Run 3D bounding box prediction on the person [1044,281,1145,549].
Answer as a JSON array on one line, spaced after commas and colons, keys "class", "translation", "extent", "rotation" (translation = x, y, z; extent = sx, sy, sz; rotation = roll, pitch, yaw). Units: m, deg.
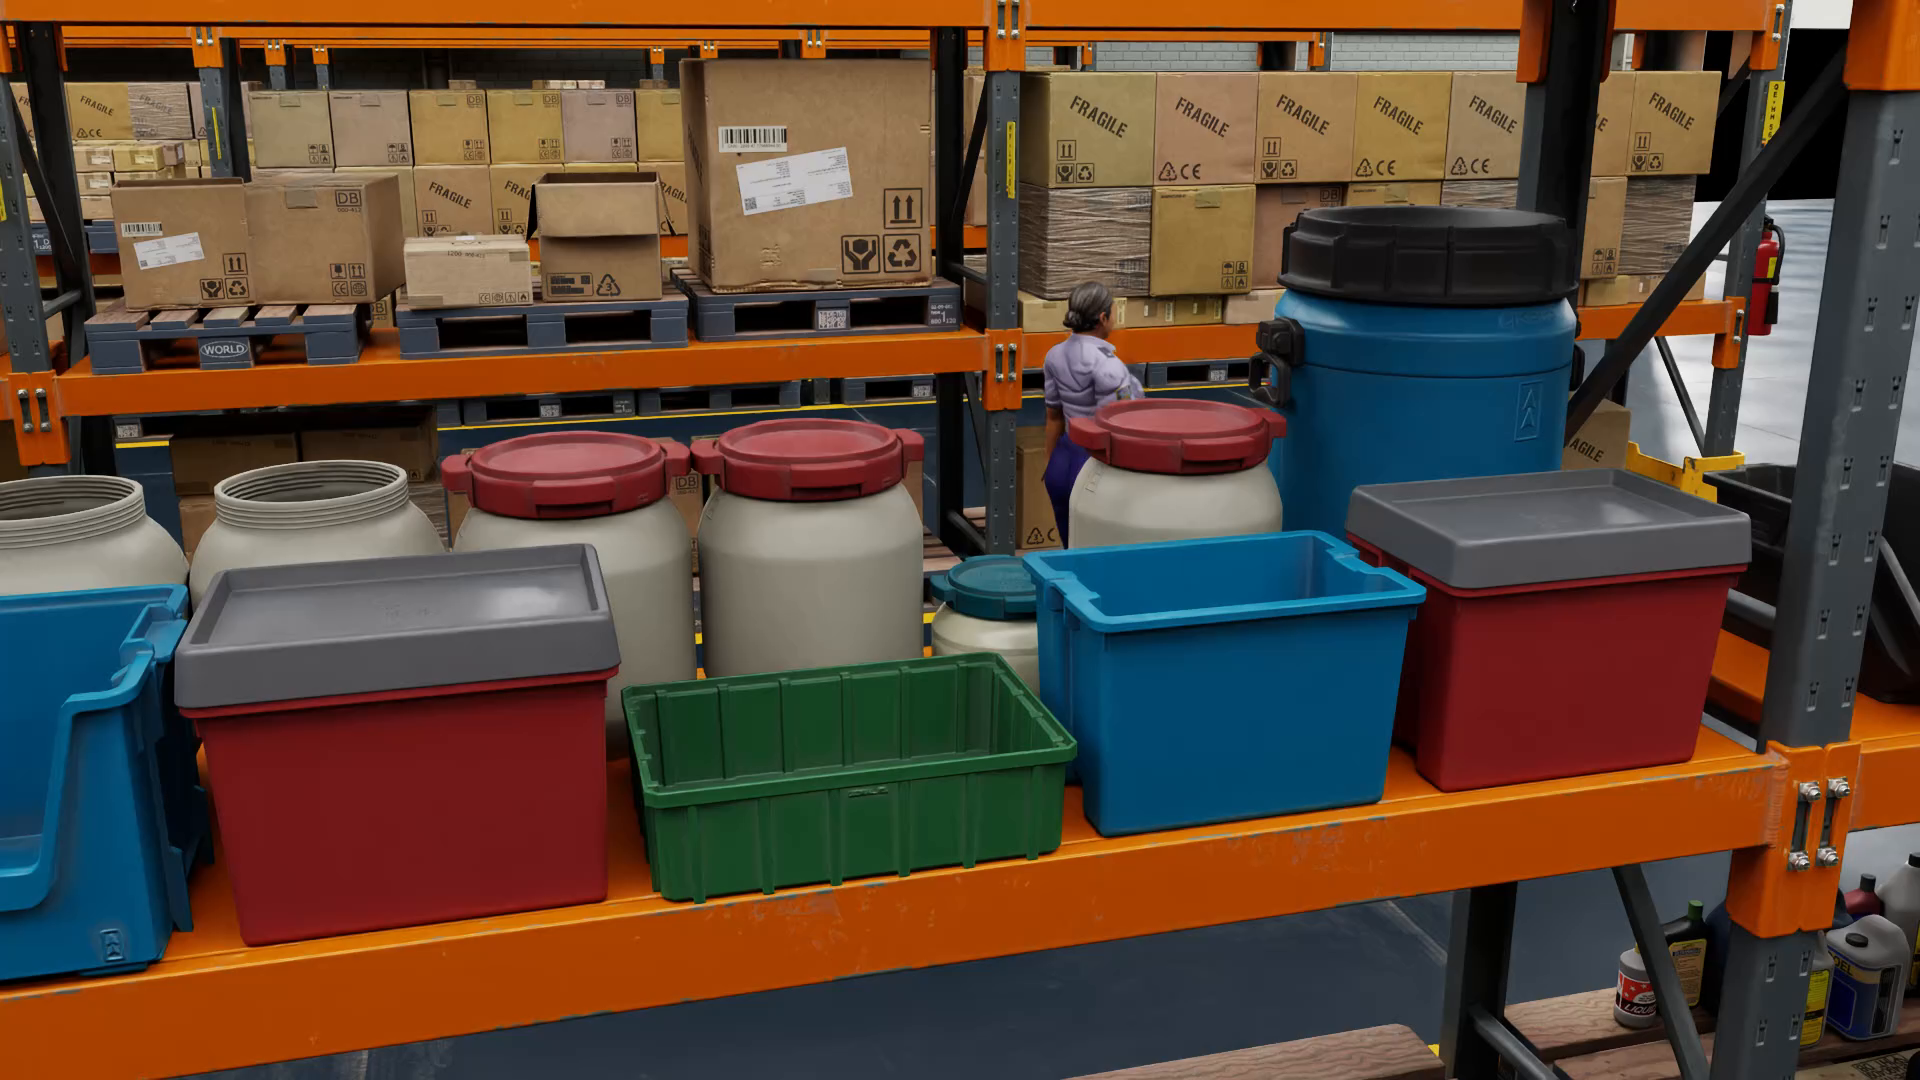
[{"class": "person", "translation": [0.582, -0.236, 6.824], "extent": [0.421, 1.659, 0.527], "rotation": [-10, 19, -30]}]
